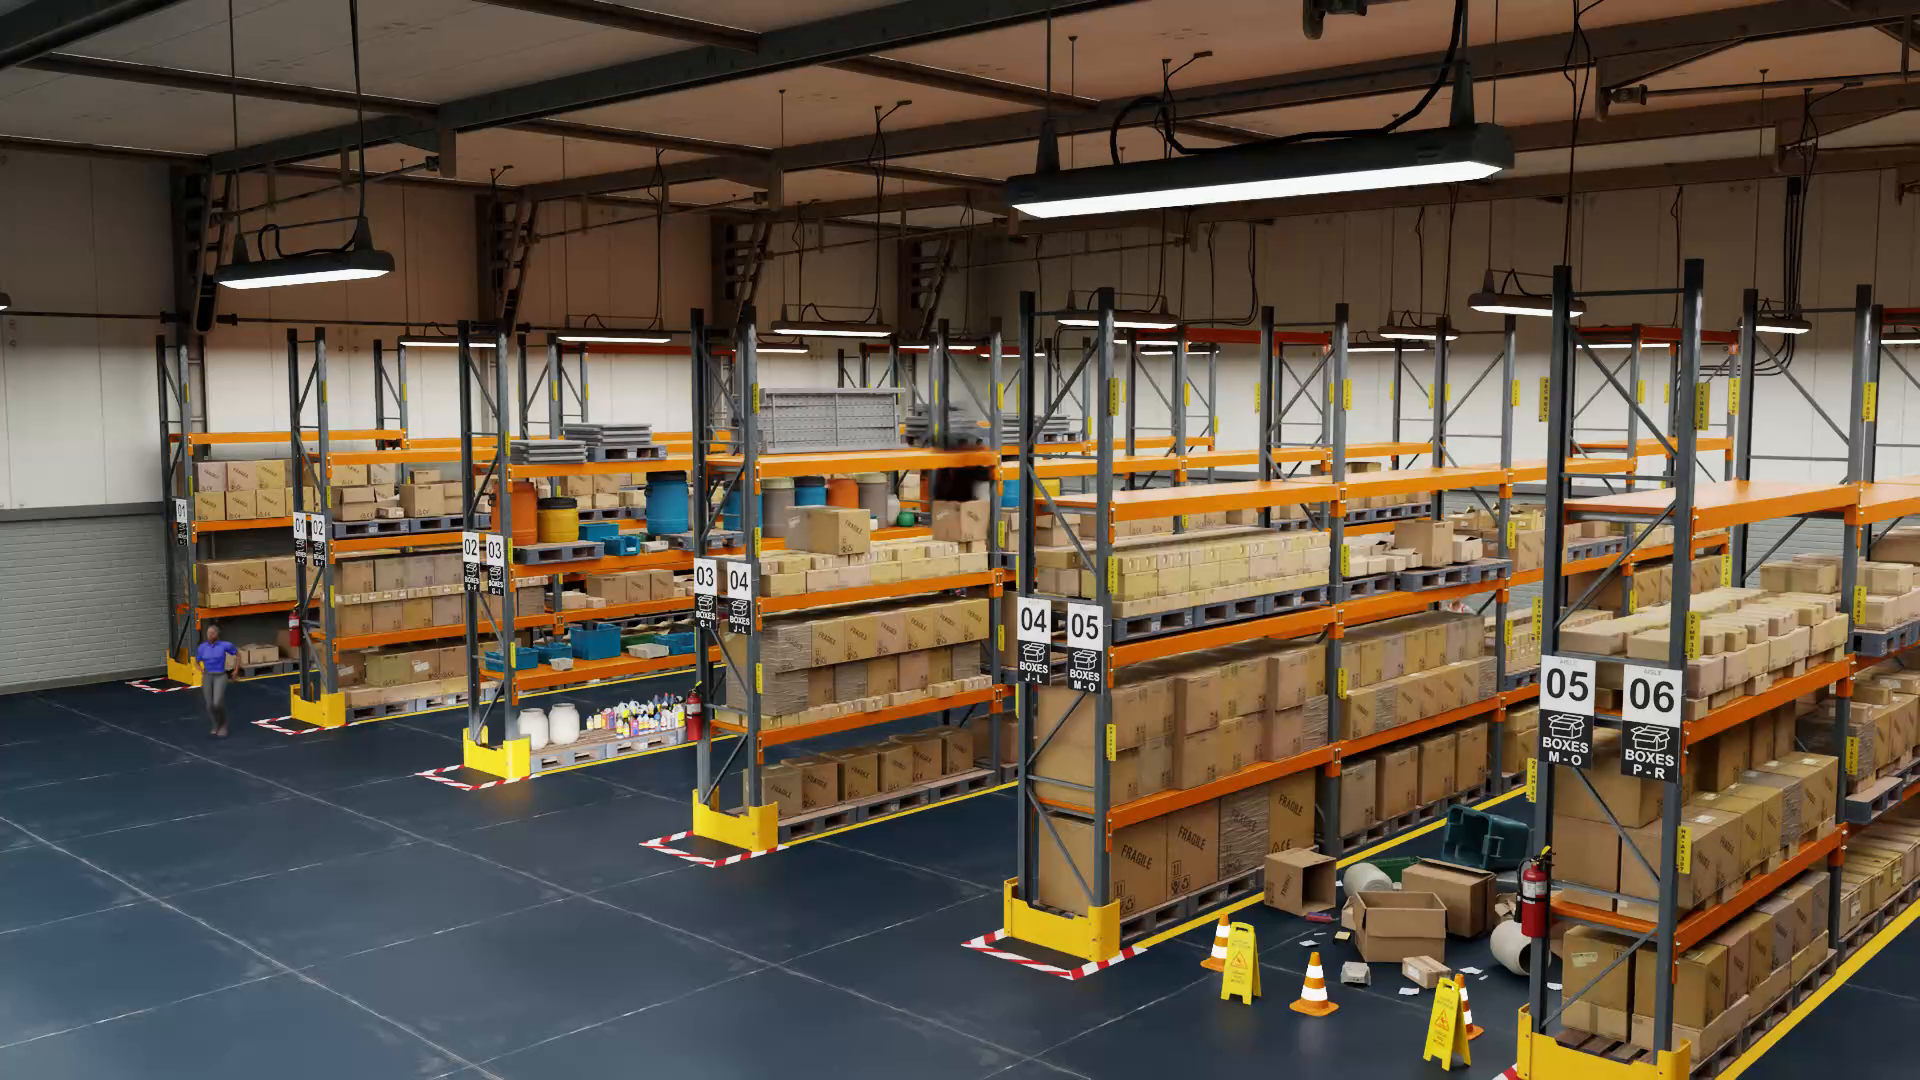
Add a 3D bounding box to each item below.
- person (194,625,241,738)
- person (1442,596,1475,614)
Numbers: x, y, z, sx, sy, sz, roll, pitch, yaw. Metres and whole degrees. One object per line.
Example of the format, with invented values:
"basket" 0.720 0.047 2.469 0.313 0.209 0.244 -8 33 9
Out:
"person" -10.868 2.080 24.305 0.597 1.678 0.676 -1 5 -8
"person" 8.338 1.675 27.908 0.675 1.758 0.659 5 7 41
